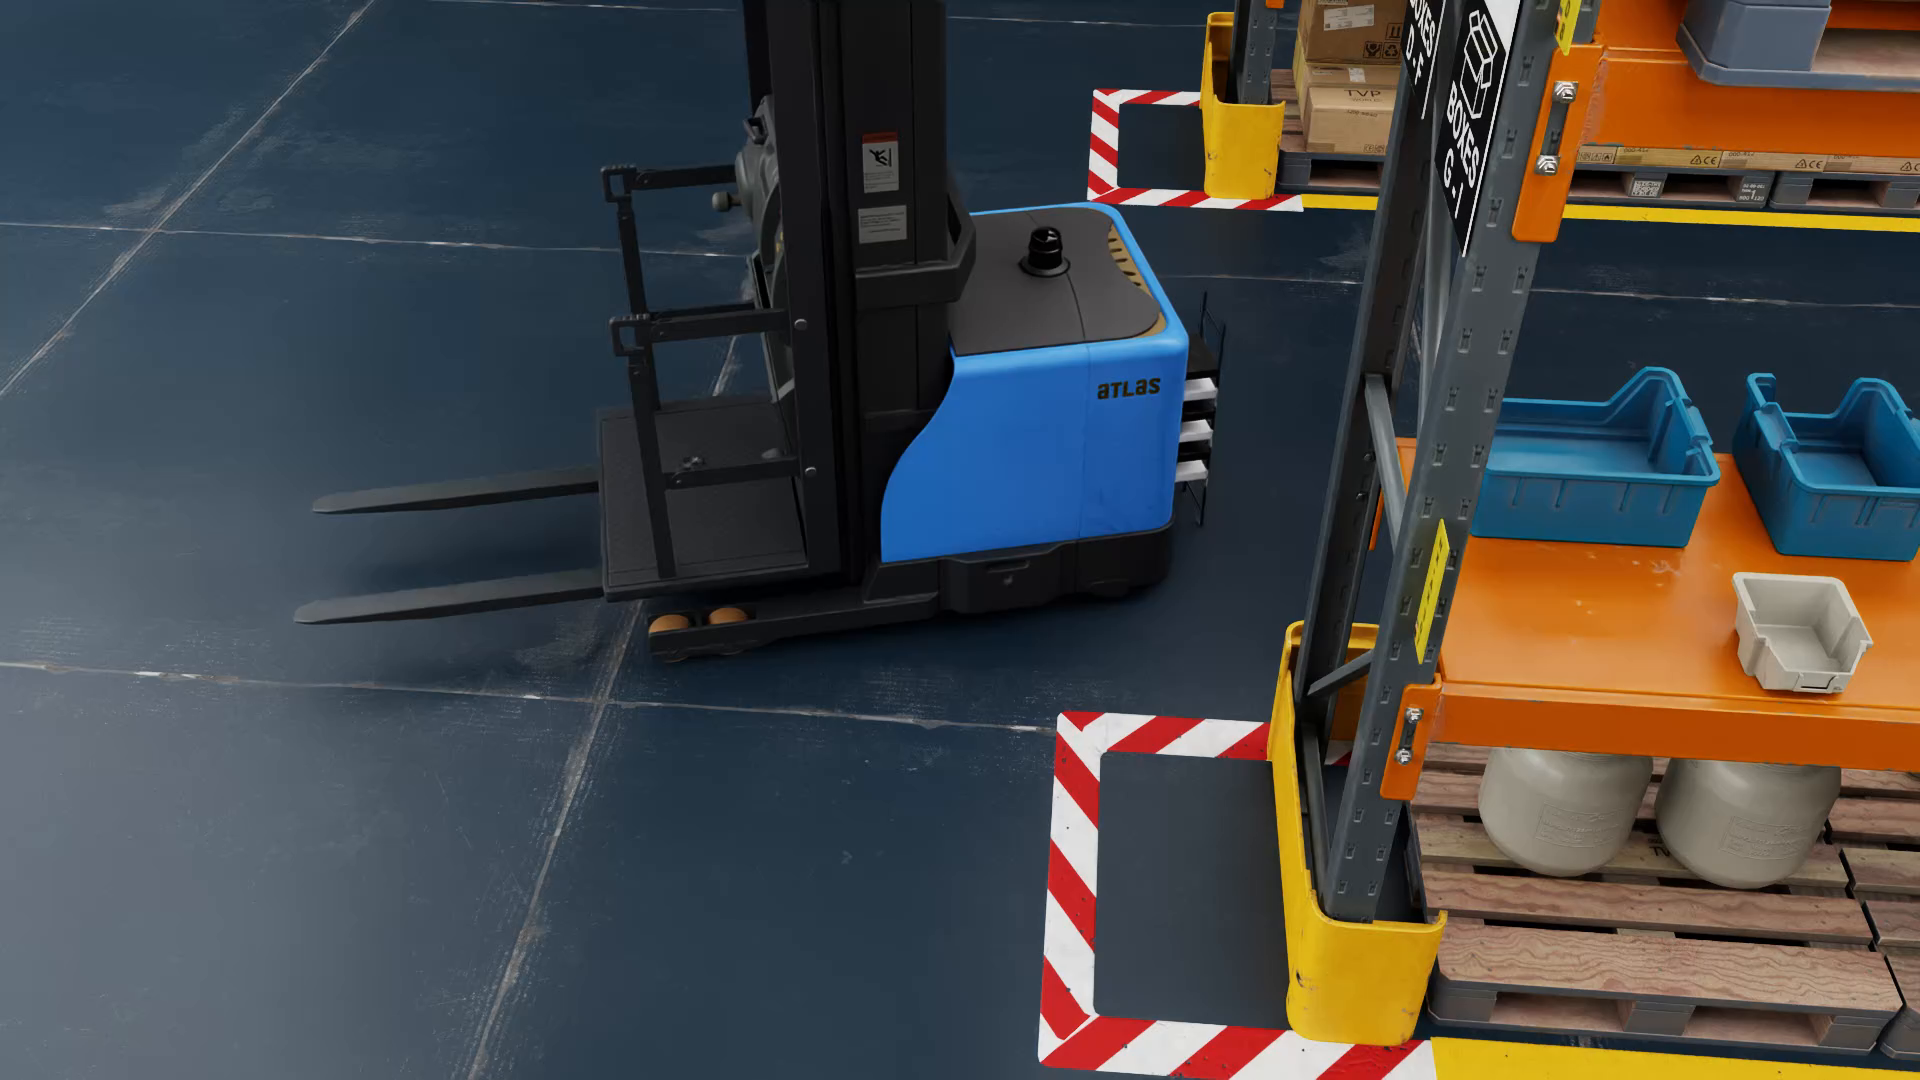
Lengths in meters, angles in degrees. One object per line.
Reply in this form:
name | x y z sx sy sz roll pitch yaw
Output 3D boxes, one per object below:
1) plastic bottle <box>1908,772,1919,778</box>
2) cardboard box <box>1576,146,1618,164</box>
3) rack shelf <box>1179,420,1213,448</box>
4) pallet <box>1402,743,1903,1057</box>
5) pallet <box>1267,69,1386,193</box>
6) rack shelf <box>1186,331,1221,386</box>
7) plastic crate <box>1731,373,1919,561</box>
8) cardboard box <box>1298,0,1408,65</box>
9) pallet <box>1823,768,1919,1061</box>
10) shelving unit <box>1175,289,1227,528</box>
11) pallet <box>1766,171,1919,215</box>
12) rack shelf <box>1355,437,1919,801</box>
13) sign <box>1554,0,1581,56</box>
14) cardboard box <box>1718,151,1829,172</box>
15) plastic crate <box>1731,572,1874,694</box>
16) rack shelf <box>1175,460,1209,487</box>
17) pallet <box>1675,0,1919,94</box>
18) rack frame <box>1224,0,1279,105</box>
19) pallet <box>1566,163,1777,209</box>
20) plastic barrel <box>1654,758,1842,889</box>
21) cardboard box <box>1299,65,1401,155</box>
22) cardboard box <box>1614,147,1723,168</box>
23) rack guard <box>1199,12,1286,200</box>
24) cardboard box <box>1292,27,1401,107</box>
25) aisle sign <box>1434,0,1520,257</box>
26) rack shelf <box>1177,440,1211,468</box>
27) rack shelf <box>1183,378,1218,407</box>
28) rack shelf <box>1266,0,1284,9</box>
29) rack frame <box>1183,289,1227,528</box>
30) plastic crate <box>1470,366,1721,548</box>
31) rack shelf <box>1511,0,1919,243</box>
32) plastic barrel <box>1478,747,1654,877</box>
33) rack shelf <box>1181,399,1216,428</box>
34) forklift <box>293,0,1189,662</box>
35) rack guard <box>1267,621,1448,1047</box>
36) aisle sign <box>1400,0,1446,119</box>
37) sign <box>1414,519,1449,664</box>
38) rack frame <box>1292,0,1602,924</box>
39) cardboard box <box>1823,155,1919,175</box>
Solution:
plastic bottle | 2.915 0.612 4.990 0.097 0.201 0.097 0 39 0
cardboard box | 2.990 -2.116 8.320 0.500 0.250 0.500 3 39 4
rack shelf | 0.795 -0.430 6.119 0.200 0.077 0.258 -7 40 -8
pallet | 1.936 0.977 4.882 1.213 0.211 1.003 3 39 4
pallet | 2.244 -2.145 8.718 1.213 0.211 1.003 3 39 4
rack shelf | 0.795 -0.640 5.948 0.200 0.077 0.258 -7 40 -8
plastic crate | 2.219 -0.191 4.226 0.408 0.251 0.499 3 39 4
cardboard box | 2.039 -2.787 8.549 0.500 0.500 0.500 3 39 4
pallet | 3.148 1.045 4.799 1.213 0.211 1.003 3 39 4
shelving unit | 0.795 -0.456 6.098 0.210 0.900 0.258 -7 40 -8
pallet | 4.675 -2.012 8.554 1.213 0.211 1.003 3 39 4
rack shelf | 3.040 0.261 4.123 4.000 0.370 1.077 3 39 4
sign | 0.996 -0.948 2.655 0.005 0.325 0.100 3 39 4
cardboard box | 3.986 -2.059 8.249 0.500 0.250 0.500 3 39 4
plastic crate | 1.911 0.227 3.804 0.250 0.136 0.298 3 39 4
rack shelf | 0.795 -0.291 6.232 0.200 0.077 0.258 -7 40 -8
pallet | 1.863 -1.110 3.011 1.213 0.211 1.003 3 39 4
rack frame | 1.479 -3.242 7.856 0.127 3.000 1.000 3 39 4
pallet | 3.456 -2.077 8.634 1.213 0.211 1.003 3 39 4
plastic barrel | 2.209 0.691 4.664 0.421 0.512 0.421 0 39 0
cardboard box | 1.994 -2.169 8.384 0.500 0.250 0.500 3 39 4
cardboard box | 3.488 -2.086 8.282 0.500 0.250 0.500 3 39 4
rack guard | 1.455 -2.273 8.647 0.348 0.500 1.175 3 39 4
cardboard box | 2.039 -2.495 8.784 0.500 0.250 0.500 3 39 4
aisle sign | 0.951 -0.954 2.987 0.004 0.787 0.394 3 39 4
rack shelf | 0.795 -0.361 6.176 0.200 0.077 0.258 -7 40 -8
rack shelf | 0.795 -0.570 6.005 0.200 0.077 0.258 -7 40 -8
rack shelf | 3.471 -2.854 7.950 4.000 0.370 1.077 3 39 4
rack frame | 0.895 -0.468 6.113 0.006 0.900 0.240 -7 40 -8
plastic crate | 1.572 -0.230 4.274 0.616 0.251 0.499 3 39 4
rack shelf | 3.040 -0.902 3.176 4.000 0.370 1.077 3 39 4
plastic barrel | 1.710 0.663 4.697 0.421 0.512 0.421 0 39 0
rack shelf | 0.795 -0.500 6.062 0.200 0.077 0.258 -7 40 -8
forklift | -0.808 -1.079 5.254 3.031 2.935 1.130 -7 40 -8
rack guard | 1.127 0.818 4.850 0.348 0.500 1.175 3 39 4
aisle sign | 1.002 -1.325 3.443 0.004 0.787 0.394 3 39 4
sign | 0.996 0.112 3.517 0.005 0.325 0.100 3 39 4
rack frame | 1.048 -0.126 4.029 0.127 3.000 1.000 3 39 4
cardboard box | 4.486 -2.041 8.227 0.500 0.250 0.500 3 39 4
